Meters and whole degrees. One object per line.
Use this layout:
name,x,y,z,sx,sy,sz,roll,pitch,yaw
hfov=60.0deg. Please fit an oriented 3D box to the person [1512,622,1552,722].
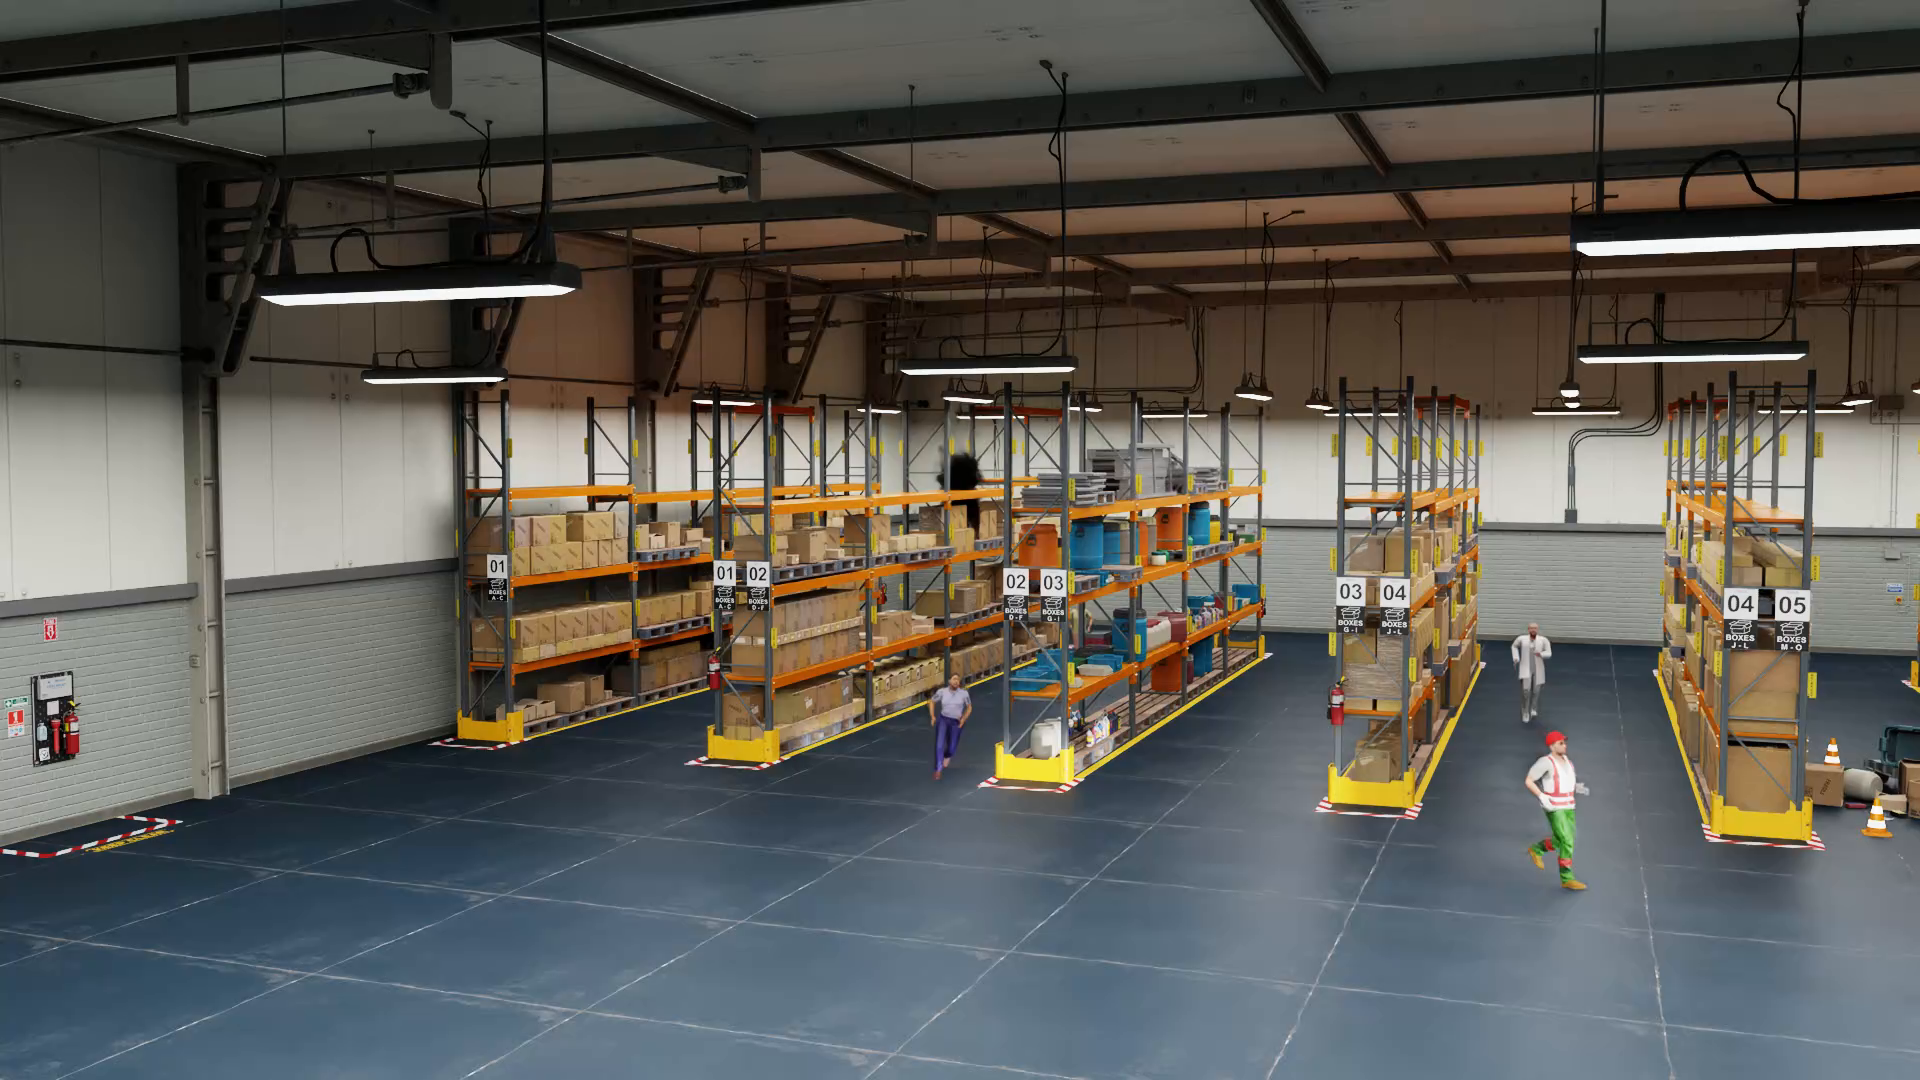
person,10.524,2.434,30.613,0.669,1.846,0.828,1,3,13

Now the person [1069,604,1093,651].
person,2.673,2.112,37.463,0.587,1.632,0.566,1,3,13

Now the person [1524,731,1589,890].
person,6.831,3.072,19.070,0.668,1.760,0.868,-2,4,-32

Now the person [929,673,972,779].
person,-0.148,2.827,25.453,0.654,1.612,0.609,0,3,-2
